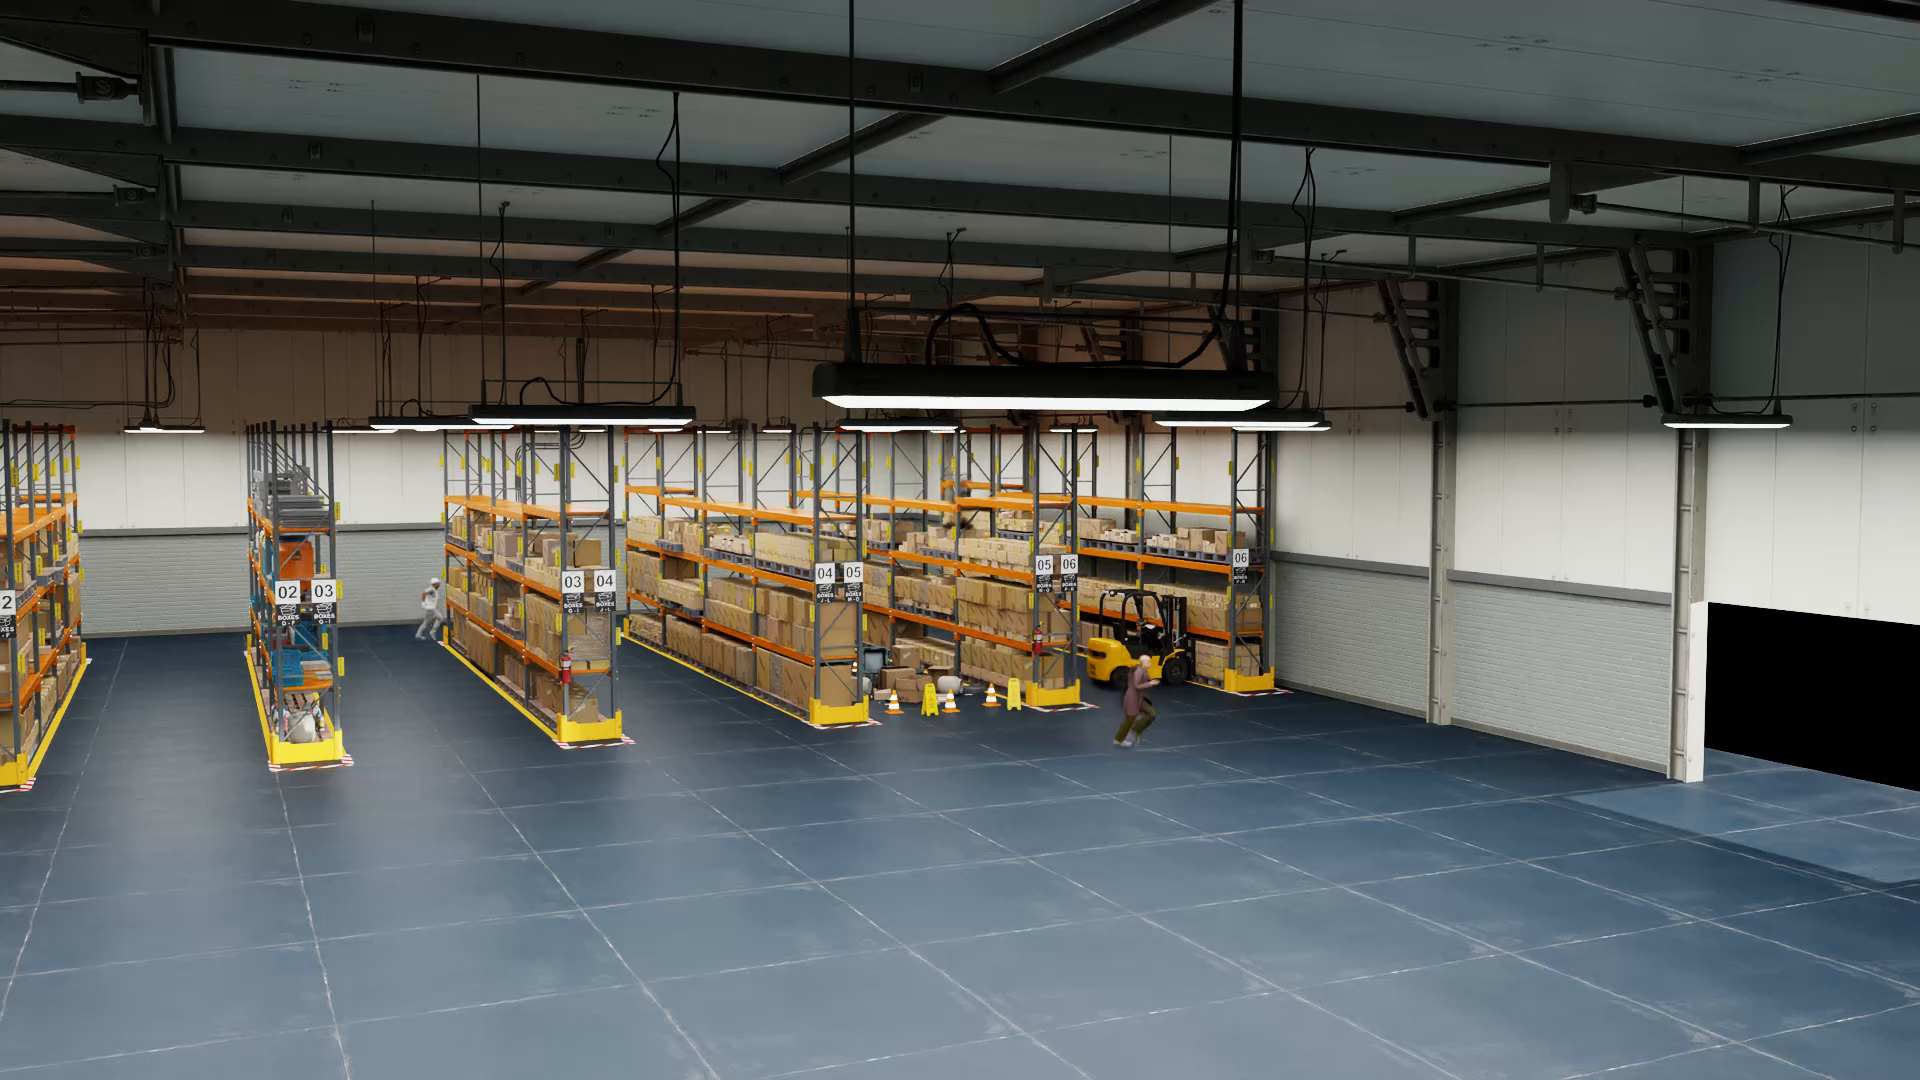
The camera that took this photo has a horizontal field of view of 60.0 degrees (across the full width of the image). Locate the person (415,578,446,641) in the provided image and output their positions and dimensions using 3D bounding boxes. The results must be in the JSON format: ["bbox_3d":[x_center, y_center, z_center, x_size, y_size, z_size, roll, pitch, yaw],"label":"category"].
[{"bbox_3d":[-14.799,1.950,46.512,0.860,1.783,0.665,-2,4,-23],"label":"person"}]

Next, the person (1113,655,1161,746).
[{"bbox_3d":[3.242,2.943,30.421,0.934,1.703,0.680,2,4,28],"label":"person"}]
